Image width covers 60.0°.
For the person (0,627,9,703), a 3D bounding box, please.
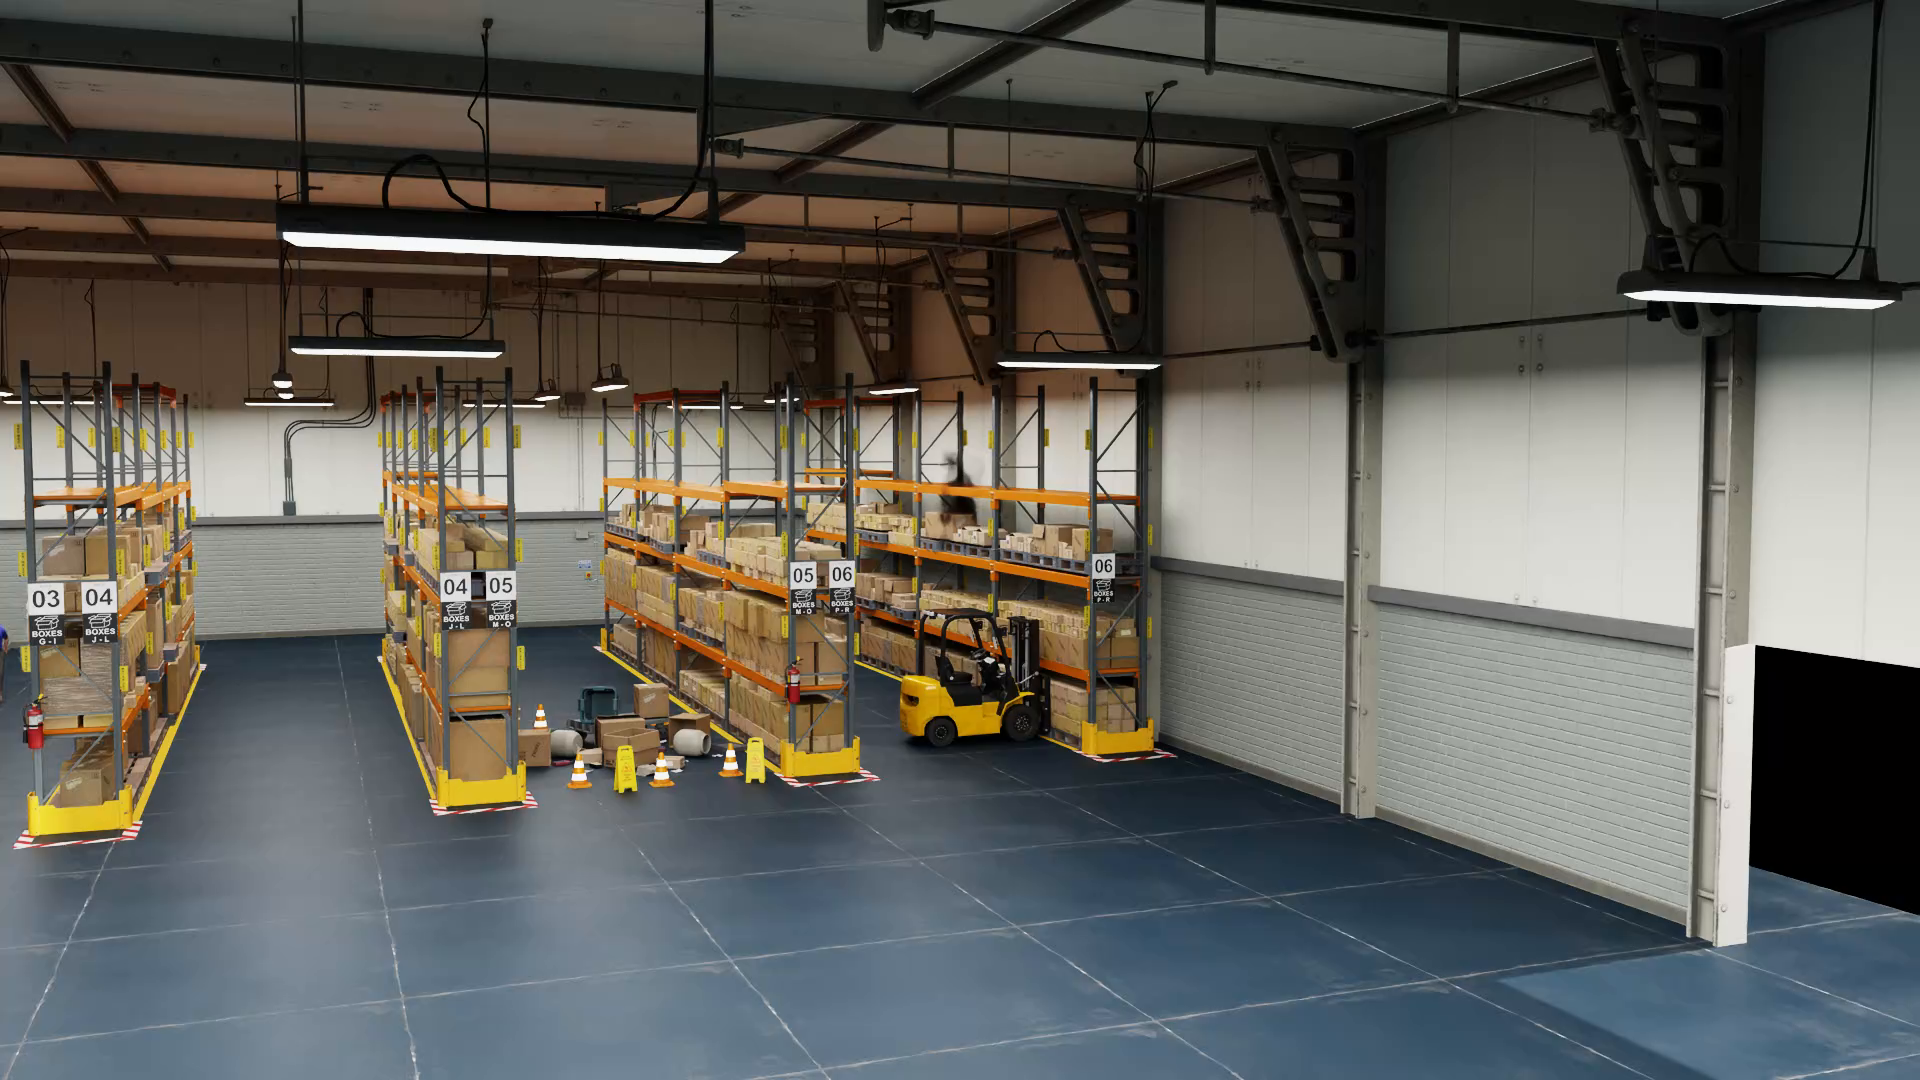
[{"bbox_3d":[-18.536,2.260,31.890,0.581,1.654,0.892,-3,4,-38],"label":"person"}]
